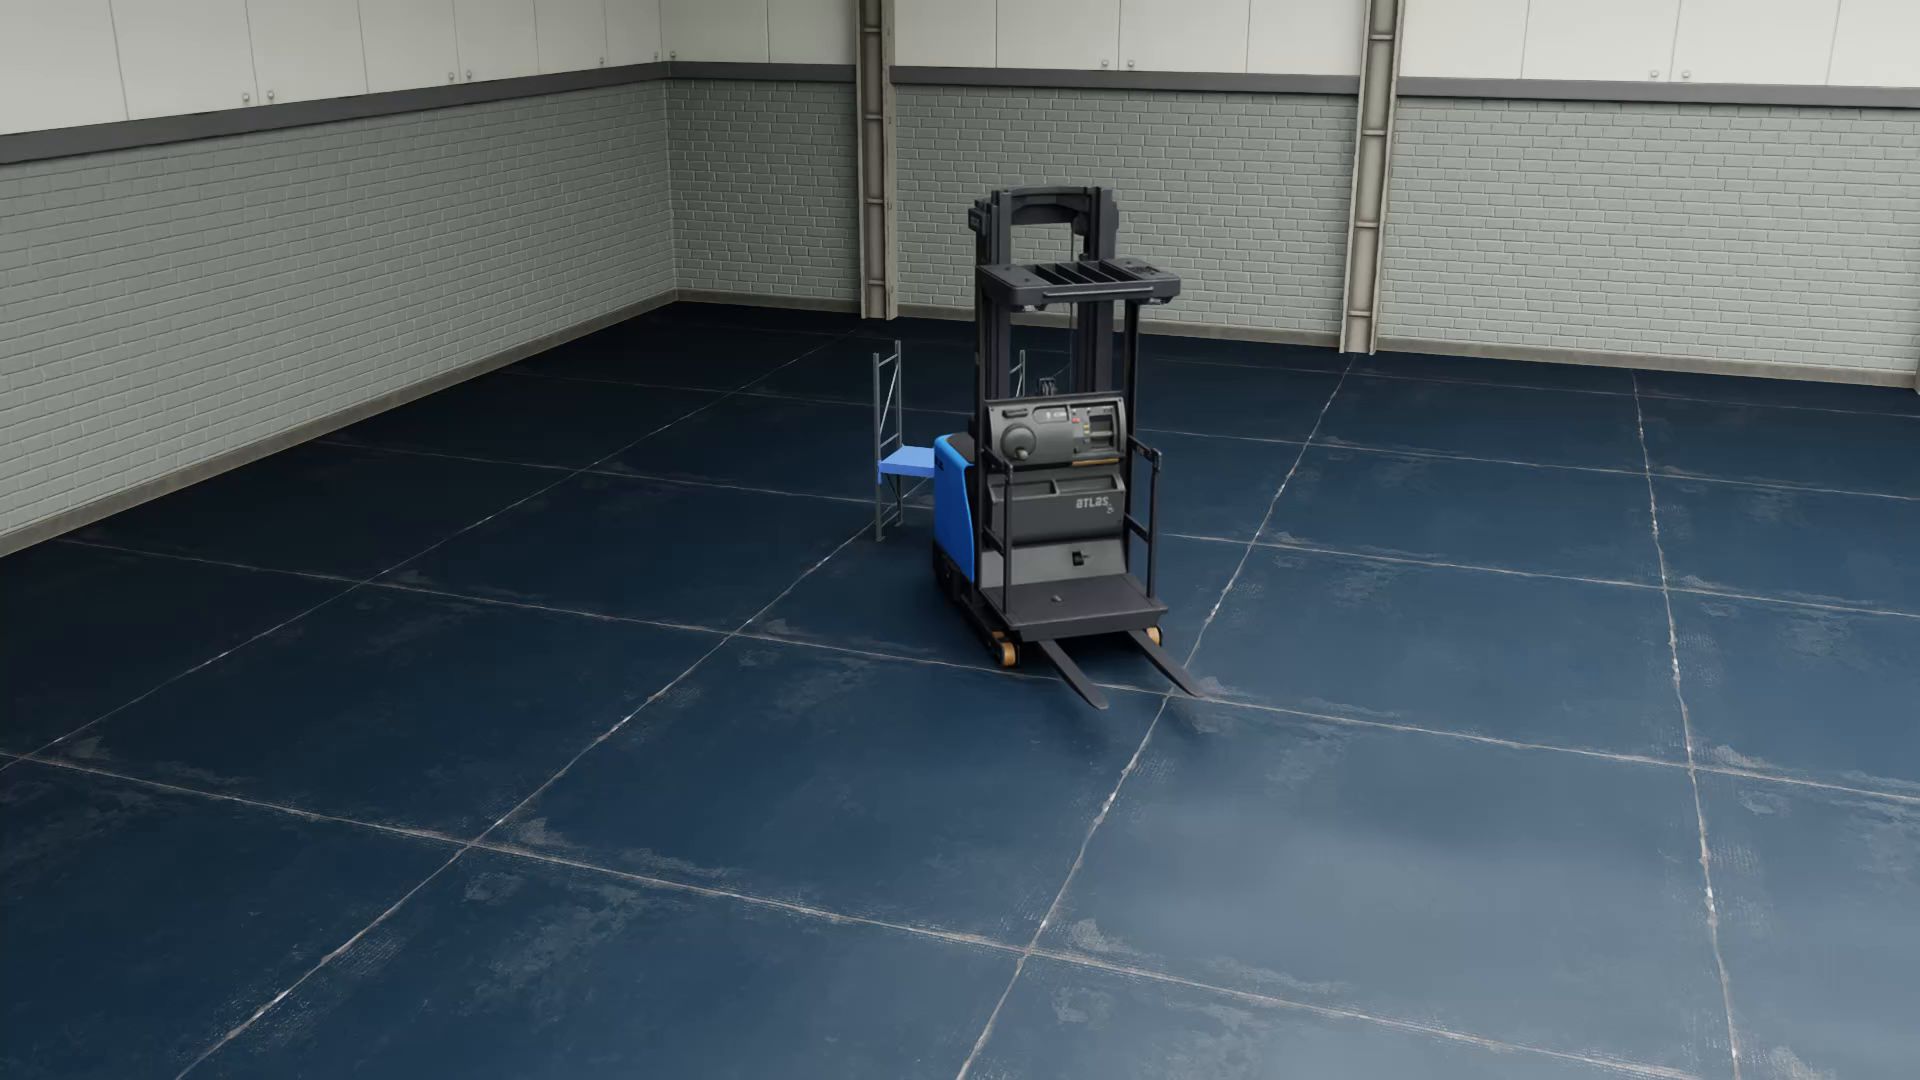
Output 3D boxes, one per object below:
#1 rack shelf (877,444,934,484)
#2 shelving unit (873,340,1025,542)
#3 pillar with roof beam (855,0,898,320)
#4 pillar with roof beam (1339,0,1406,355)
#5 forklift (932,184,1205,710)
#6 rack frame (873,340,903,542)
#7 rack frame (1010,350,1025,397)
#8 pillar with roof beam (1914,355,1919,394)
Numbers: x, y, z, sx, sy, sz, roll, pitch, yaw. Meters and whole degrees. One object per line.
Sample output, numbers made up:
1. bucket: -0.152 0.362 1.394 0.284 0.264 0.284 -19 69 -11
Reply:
1. rack shelf: -0.081 -0.548 12.915 1.000 0.185 0.538 7 20 18
2. shelving unit: -0.081 -0.717 12.856 1.048 1.500 0.538 7 20 18
3. pillar with roof beam: -2.440 -5.764 15.941 0.400 9.000 9.100 7 20 18
4. pillar with roof beam: 3.228 -5.116 14.082 0.400 9.000 9.100 7 20 18
5. forklift: 0.699 -0.707 10.651 1.130 2.935 3.031 -5 20 -15
6. rack frame: -0.561 -0.772 13.013 0.032 1.500 0.500 7 20 18
7. rack frame: 0.400 -0.663 12.698 0.032 1.500 0.500 7 20 18
8. pillar with roof beam: 8.895 -4.468 12.223 0.400 9.000 9.100 7 20 18
